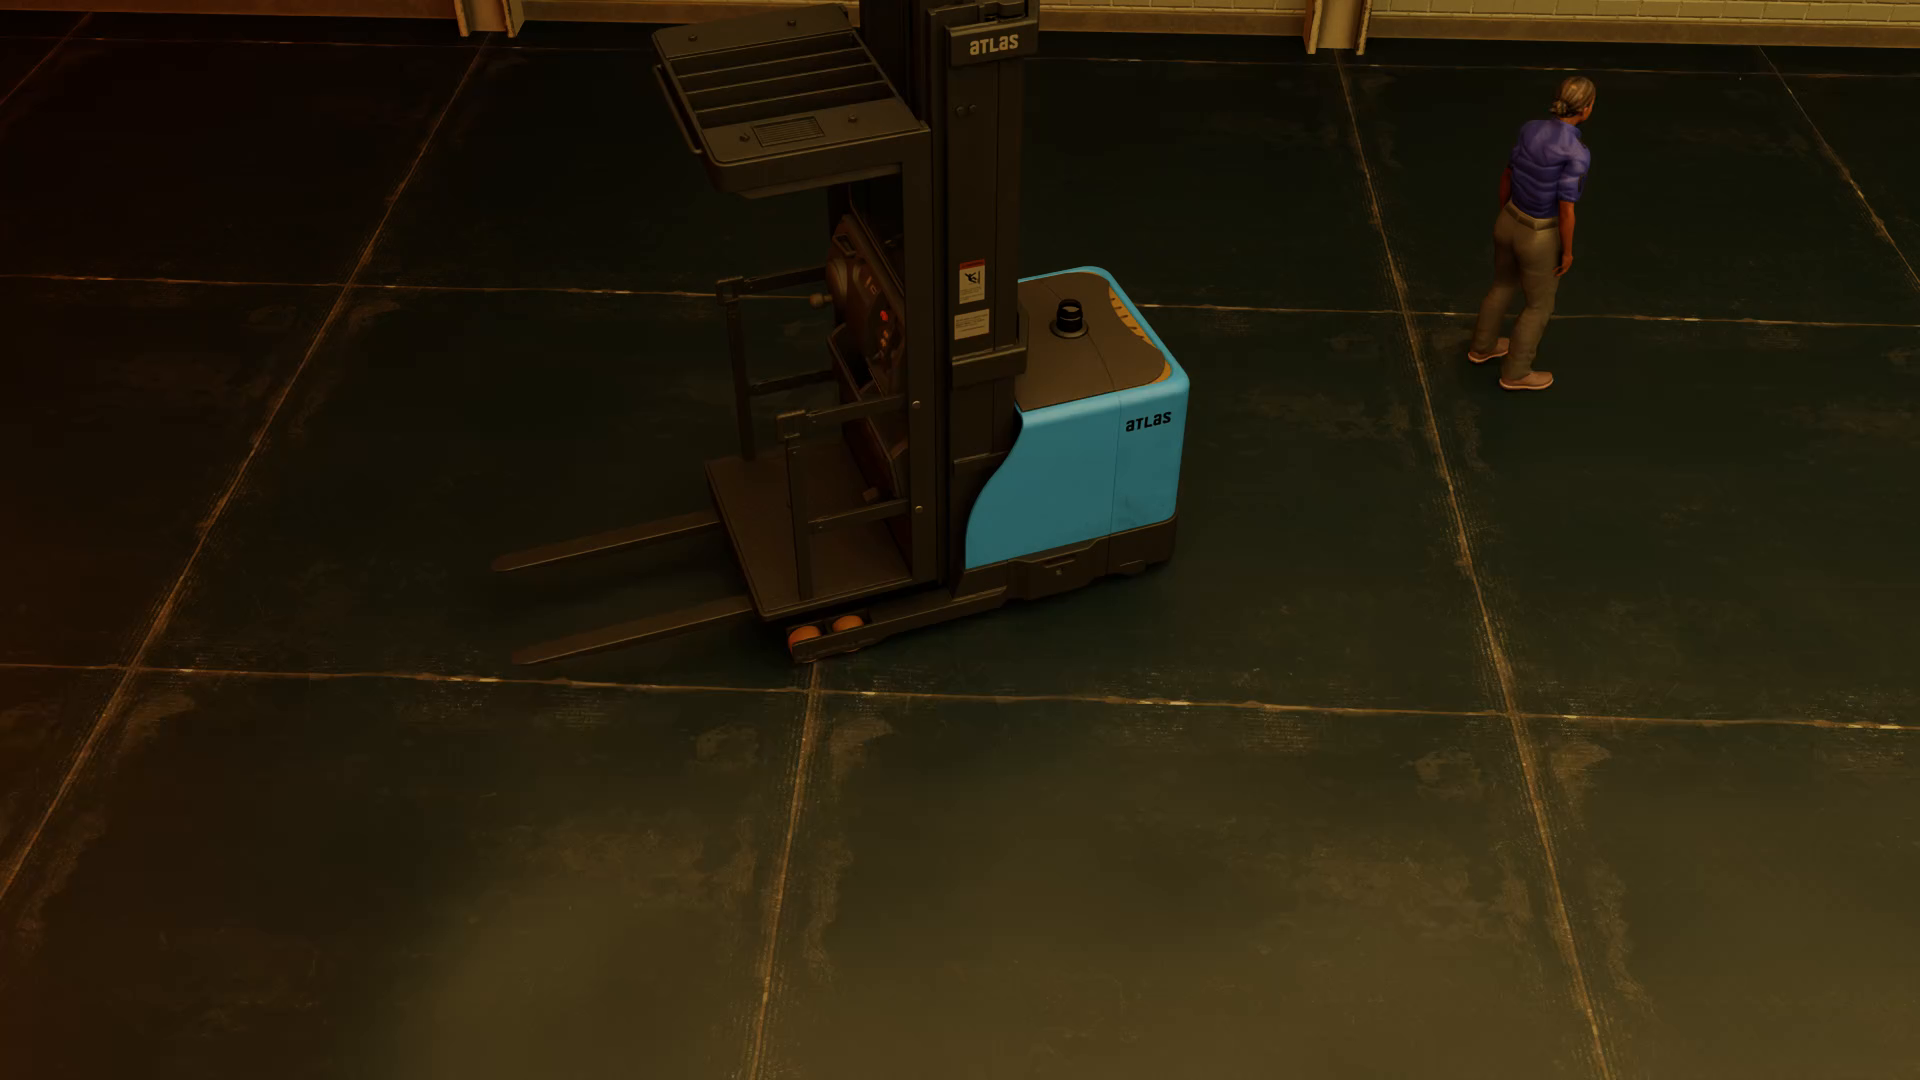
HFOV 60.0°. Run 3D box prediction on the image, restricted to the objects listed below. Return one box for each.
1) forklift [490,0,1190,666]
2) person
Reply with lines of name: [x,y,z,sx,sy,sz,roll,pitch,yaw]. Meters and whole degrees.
forklift: [-0.573,-0.945,6.778,3.031,2.935,1.130,-13,44,-14]
person: [2.900,-1.537,8.375,0.351,1.653,0.526,-19,46,-20]
